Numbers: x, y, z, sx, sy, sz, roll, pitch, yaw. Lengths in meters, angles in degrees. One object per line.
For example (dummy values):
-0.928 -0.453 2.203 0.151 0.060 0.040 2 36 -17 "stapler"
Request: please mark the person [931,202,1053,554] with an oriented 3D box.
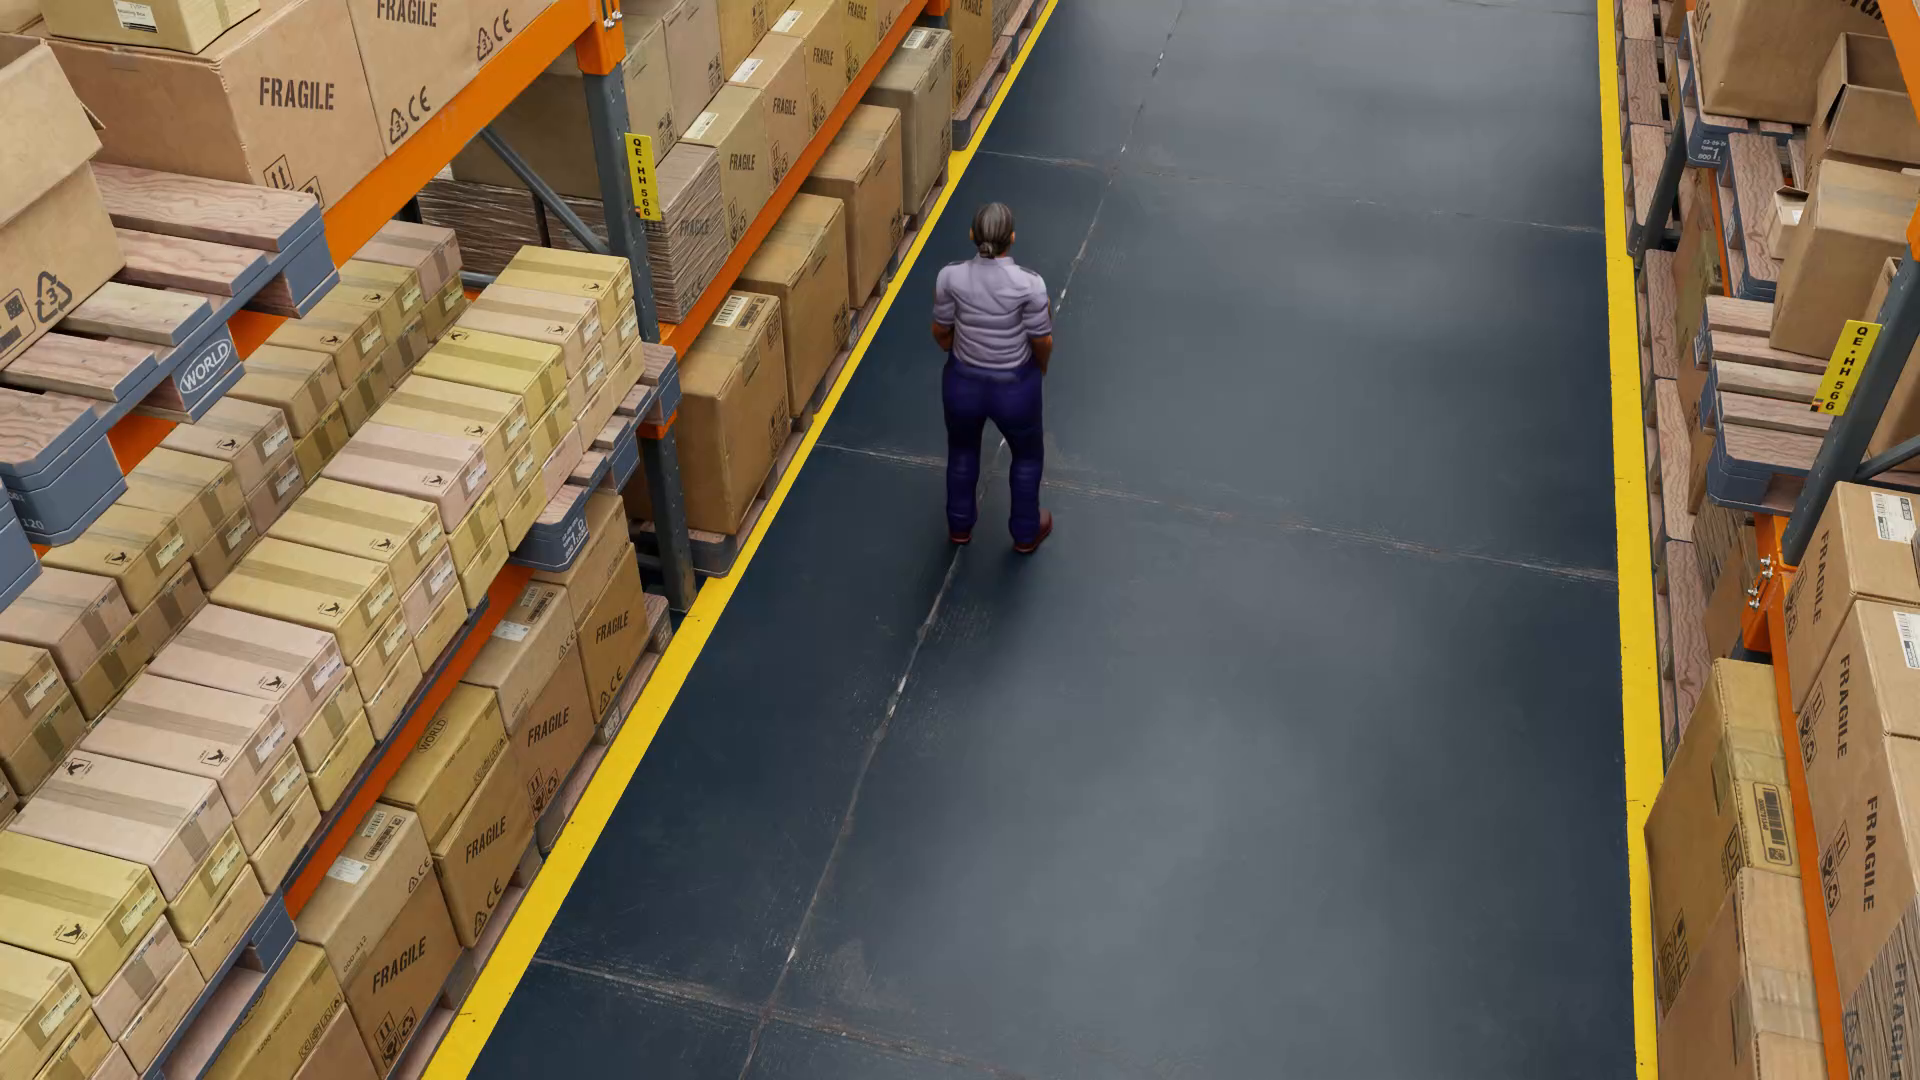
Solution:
0.143 -0.653 6.905 0.516 1.656 0.384 9 42 10 "person"
